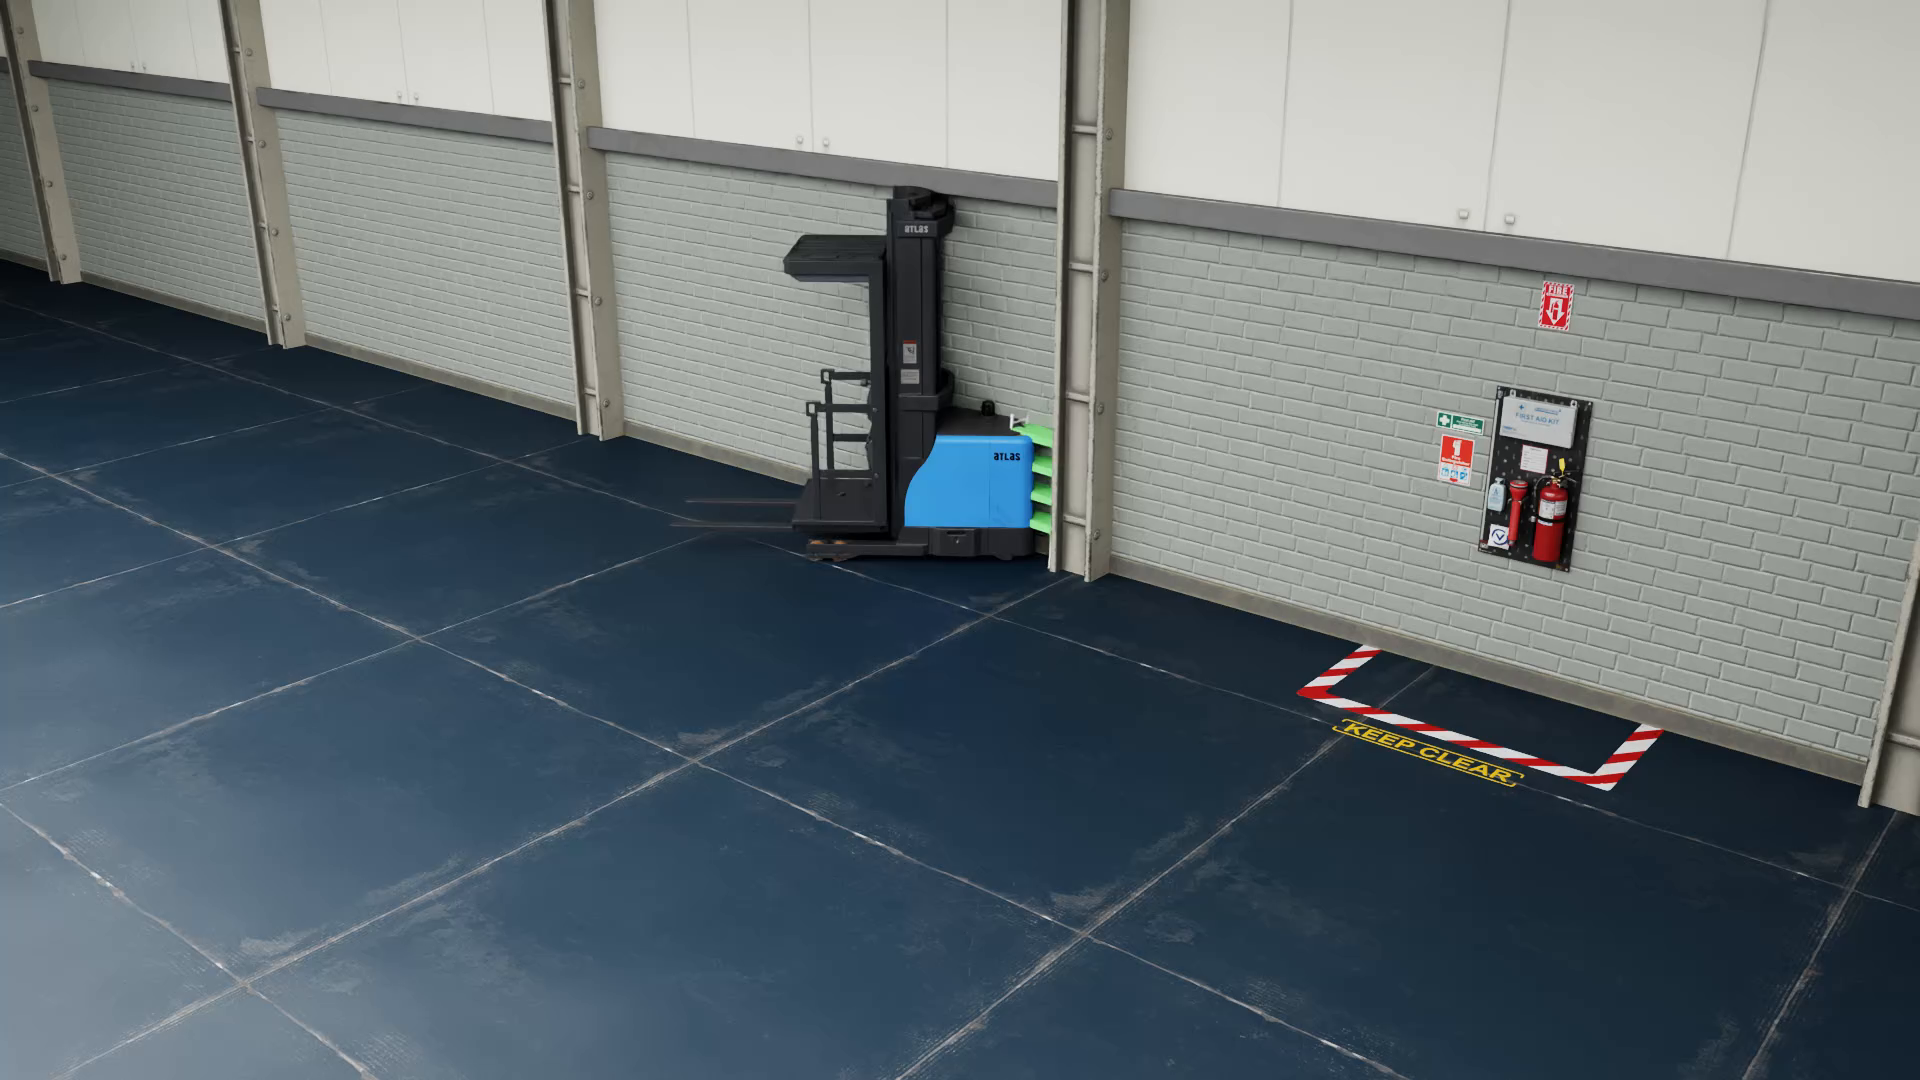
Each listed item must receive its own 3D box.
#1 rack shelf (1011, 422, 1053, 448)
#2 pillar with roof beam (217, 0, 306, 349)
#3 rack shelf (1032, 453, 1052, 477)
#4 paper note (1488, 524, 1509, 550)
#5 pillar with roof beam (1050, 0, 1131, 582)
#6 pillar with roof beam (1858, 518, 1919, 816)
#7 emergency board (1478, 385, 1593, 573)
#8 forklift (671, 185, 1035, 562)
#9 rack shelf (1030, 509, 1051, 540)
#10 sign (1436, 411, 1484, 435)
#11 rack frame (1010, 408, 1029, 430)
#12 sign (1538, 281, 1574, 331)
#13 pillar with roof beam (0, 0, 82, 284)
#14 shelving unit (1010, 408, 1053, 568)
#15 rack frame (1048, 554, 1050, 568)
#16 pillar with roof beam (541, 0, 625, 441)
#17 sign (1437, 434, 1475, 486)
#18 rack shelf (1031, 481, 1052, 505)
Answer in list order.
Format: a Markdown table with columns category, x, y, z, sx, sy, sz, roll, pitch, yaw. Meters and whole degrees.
| category | x | y | z | sx | sy | sz | roll | pitch | yaw |
| --- | --- | --- | --- | --- | --- | --- | --- | --- | --- |
| rack shelf | 0.671 | -0.809 | 13.416 | 0.480 | 0.148 | 0.258 | 19 | 26 | 33 |
| pillar with roof beam | -11.042 | -5.460 | 15.893 | 0.400 | 9.000 | 9.100 | 16 | 26 | 36 |
| rack shelf | 0.656 | -0.586 | 13.503 | 0.480 | 0.148 | 0.258 | 19 | 26 | 33 |
| paper note | 3.642 | -0.021 | 11.222 | 0.142 | 0.148 | 0.016 | 16 | 26 | 36 |
| pillar with roof beam | -1.745 | -2.782 | 8.793 | 0.400 | 9.000 | 9.100 | 16 | 26 | 36 |
| pillar with roof beam | 2.903 | -1.444 | 5.243 | 0.400 | 9.000 | 9.100 | 16 | 26 | 36 |
| emergency board | 3.735 | -0.375 | 10.912 | 0.643 | 1.169 | 0.194 | 16 | 26 | 36 |
| forklift | -0.883 | -1.379 | 13.671 | 3.031 | 2.935 | 1.130 | 1 | 21 | 2 |
| rack shelf | 0.625 | -0.139 | 13.676 | 0.480 | 0.148 | 0.258 | 19 | 26 | 33 |
| sign | 3.370 | -0.788 | 11.205 | 0.331 | 0.109 | 0.001 | 16 | 26 | 36 |
| rack frame | 0.451 | -0.488 | 13.700 | 0.015 | 1.200 | 0.240 | 19 | 26 | 33 |
| sign | 3.792 | -1.489 | 10.580 | 0.199 | 0.298 | 0.001 | 16 | 26 | 36 |
| pillar with roof beam | -15.690 | -6.798 | 19.442 | 0.400 | 9.000 | 9.100 | 16 | 26 | 36 |
| shelving unit | 0.644 | -0.422 | 13.566 | 0.503 | 1.200 | 0.258 | 19 | 26 | 33 |
| rack frame | 0.837 | -0.357 | 13.432 | 0.015 | 1.200 | 0.240 | 19 | 26 | 33 |
| pillar with roof beam | -6.393 | -4.121 | 12.343 | 0.400 | 9.000 | 9.100 | 16 | 26 | 36 |
| sign | 3.372 | -0.544 | 11.308 | 0.234 | 0.329 | 0.001 | 16 | 26 | 36 |
| rack shelf | 0.640 | -0.363 | 13.589 | 0.480 | 0.148 | 0.258 | 19 | 26 | 33 |
